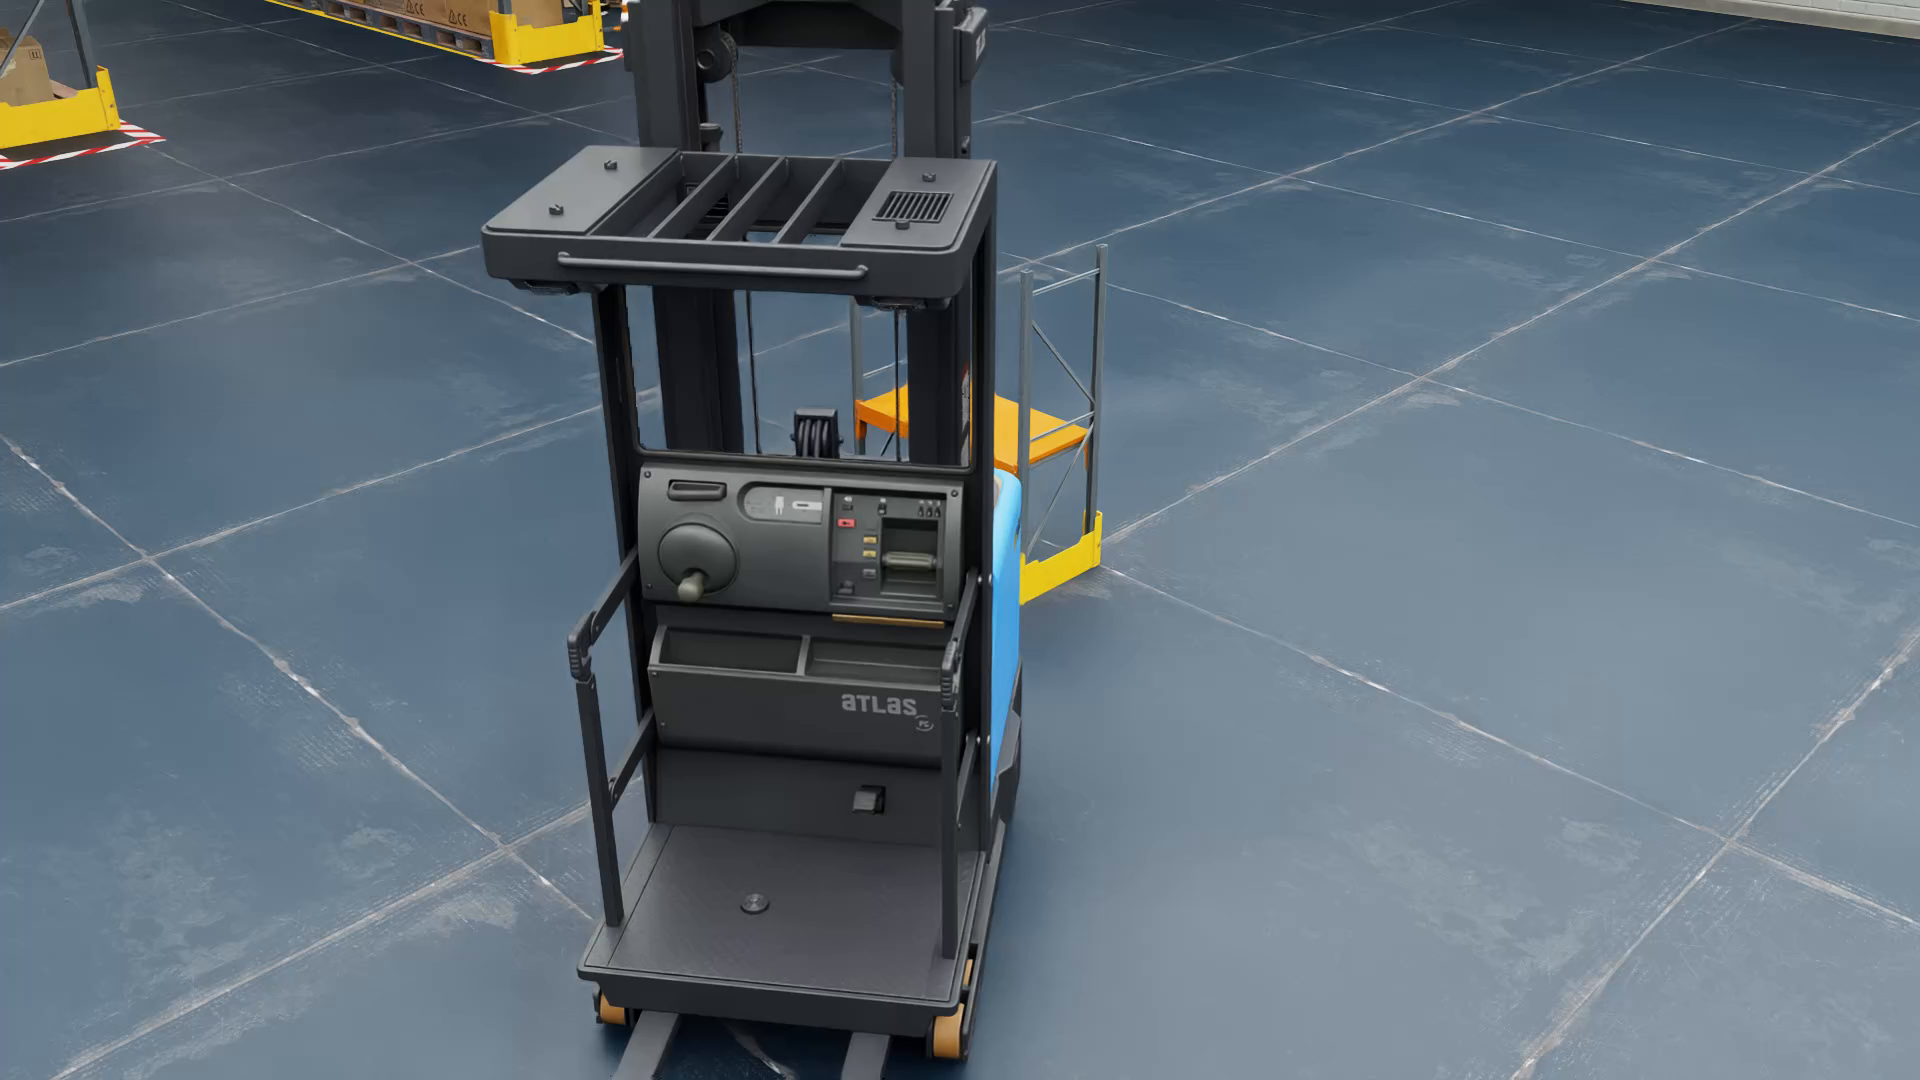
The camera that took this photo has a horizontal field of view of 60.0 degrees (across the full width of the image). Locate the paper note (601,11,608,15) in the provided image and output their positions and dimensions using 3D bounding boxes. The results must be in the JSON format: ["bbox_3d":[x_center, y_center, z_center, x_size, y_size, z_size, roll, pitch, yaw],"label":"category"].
[{"bbox_3d":[-4.197,-6.156,19.426,0.144,0.017,0.142,-13,30,-22],"label":"paper note"}]

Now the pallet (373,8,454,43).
[{"bbox_3d":[-5.790,-5.808,18.568,1.213,0.211,1.003,25,36,38],"label":"pallet"}]

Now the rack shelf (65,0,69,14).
[{"bbox_3d":[-9.275,-5.130,15.056,4.000,0.370,1.077,25,36,38],"label":"rack shelf"}]

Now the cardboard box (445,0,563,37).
[{"bbox_3d":[-4.829,-5.854,17.492,0.875,0.875,0.875,25,37,39],"label":"cardboard box"}]

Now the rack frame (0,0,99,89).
[{"bbox_3d":[-7.849,-4.796,13.648,0.127,3.000,1.000,25,36,38],"label":"rack frame"}]

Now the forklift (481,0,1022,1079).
[{"bbox_3d":[-0.483,0.044,4.517,1.130,2.935,3.031,4,28,7],"label":"forklift"}]

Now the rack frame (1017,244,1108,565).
[{"bbox_3d":[0.423,-0.470,7.033,0.032,1.500,0.500,25,36,38],"label":"rack frame"}]

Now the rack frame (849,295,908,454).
[{"bbox_3d":[-0.302,-0.802,7.663,0.032,1.500,0.500,25,36,38],"label":"rack frame"}]

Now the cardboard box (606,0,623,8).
[{"bbox_3d":[-3.928,-6.713,19.976,0.637,0.503,0.797,2,28,4],"label":"cardboard box"}]

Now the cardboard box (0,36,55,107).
[{"bbox_3d":[-8.282,-4.085,14.530,0.500,0.500,0.500,-18,33,-30],"label":"cardboard box"}]

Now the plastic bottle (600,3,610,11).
[{"bbox_3d":[-4.302,-6.325,19.713,0.283,0.061,0.133,12,30,22],"label":"plastic bottle"}]

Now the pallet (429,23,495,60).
[{"bbox_3d":[-4.924,-5.410,17.811,1.213,0.211,1.003,25,36,38],"label":"pallet"}]

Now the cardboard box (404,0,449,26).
[{"bbox_3d":[-5.458,-6.140,18.036,0.875,0.875,0.875,24,36,38],"label":"cardboard box"}]

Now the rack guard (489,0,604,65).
[{"bbox_3d":[-4.282,-5.295,17.283,0.348,0.500,1.175,25,36,38],"label":"rack guard"}]

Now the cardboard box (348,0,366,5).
[{"bbox_3d":[-6.752,-6.731,19.160,0.875,0.875,0.875,-25,36,-38],"label":"cardboard box"}]

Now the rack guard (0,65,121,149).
[{"bbox_3d":[-7.903,-3.714,14.277,0.348,0.500,1.175,25,36,38],"label":"rack guard"}]

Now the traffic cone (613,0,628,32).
[{"bbox_3d":[-3.682,-5.931,18.532,0.334,0.463,0.336,25,36,38],"label":"traffic cone"}]

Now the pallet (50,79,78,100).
[{"bbox_3d":[-8.457,-3.863,14.871,1.213,0.211,1.003,25,36,38],"label":"pallet"}]

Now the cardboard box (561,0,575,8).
[{"bbox_3d":[-4.634,-6.554,19.930,0.396,0.266,0.258,-18,33,-31],"label":"cardboard box"}]

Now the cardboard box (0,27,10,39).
[{"bbox_3d":[-8.732,-4.268,14.879,0.500,0.500,0.500,-15,31,-27],"label":"cardboard box"}]

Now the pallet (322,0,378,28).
[{"bbox_3d":[-6.664,-6.206,19.326,1.213,0.211,1.003,25,36,38],"label":"pallet"}]

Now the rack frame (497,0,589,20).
[{"bbox_3d":[-4.299,-6.409,16.716,0.127,3.000,1.000,25,36,38],"label":"rack frame"}]

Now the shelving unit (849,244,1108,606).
[{"bbox_3d":[0.054,-0.639,7.354,1.083,1.500,0.587,25,36,38],"label":"shelving unit"}]

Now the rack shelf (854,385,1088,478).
[{"bbox_3d":[0.061,-0.477,7.432,1.000,0.185,0.538,25,36,38],"label":"rack shelf"}]

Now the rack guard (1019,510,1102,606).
[{"bbox_3d":[0.409,0.077,7.335,0.087,0.250,0.587,25,36,38],"label":"rack guard"}]

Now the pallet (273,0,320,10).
[{"bbox_3d":[-7.754,-6.707,20.278,1.213,0.211,1.003,25,36,38],"label":"pallet"}]

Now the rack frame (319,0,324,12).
[{"bbox_3d":[-7.151,-7.714,19.198,0.127,3.000,1.000,25,36,38],"label":"rack frame"}]

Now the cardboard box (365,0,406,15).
[{"bbox_3d":[-6.107,-6.438,18.603,0.875,0.875,0.875,25,37,39],"label":"cardboard box"}]
